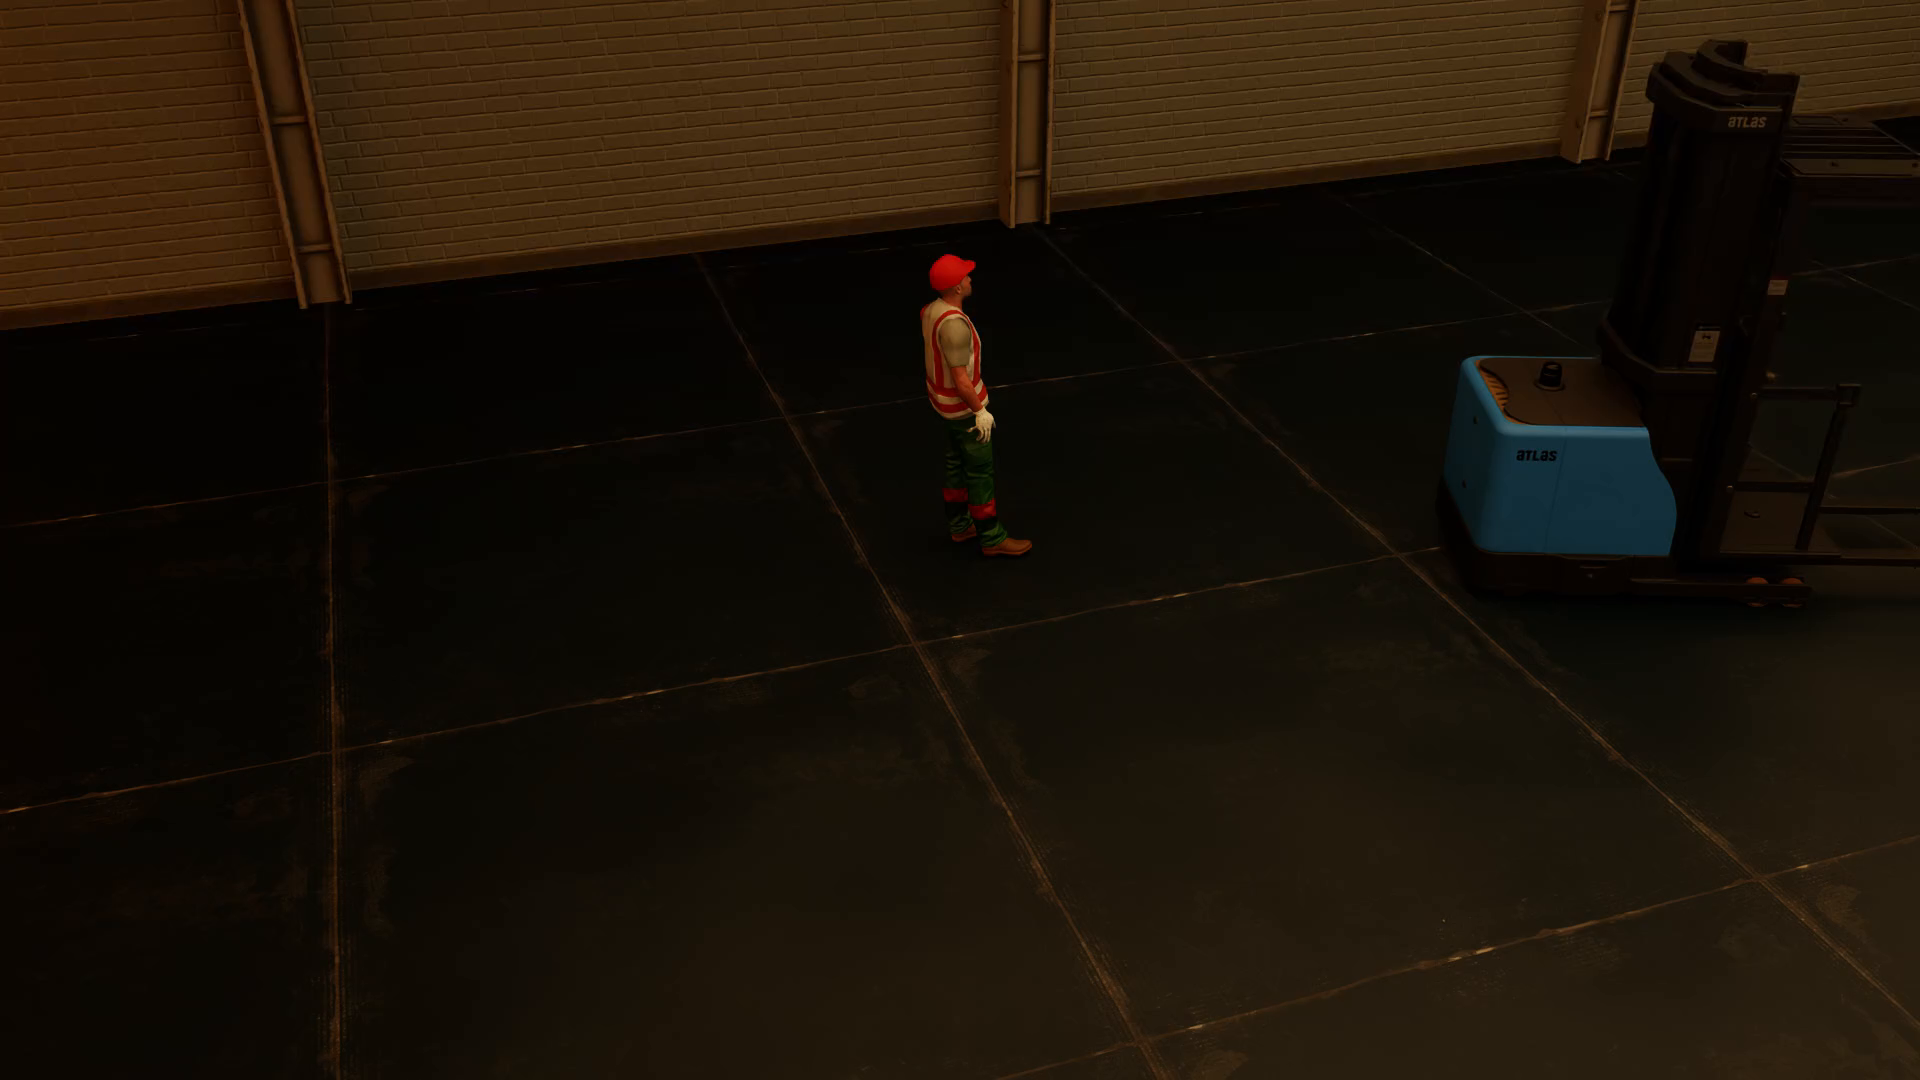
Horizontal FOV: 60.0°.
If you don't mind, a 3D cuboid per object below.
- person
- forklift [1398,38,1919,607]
[{"bbox_3d":[0.081,-0.789,9.589,0.561,1.790,0.637,-10,31,-16],"label":"person"},{"bbox_3d":[4.192,-1.164,9.110,3.031,2.935,1.130,1,30,2],"label":"forklift"}]
